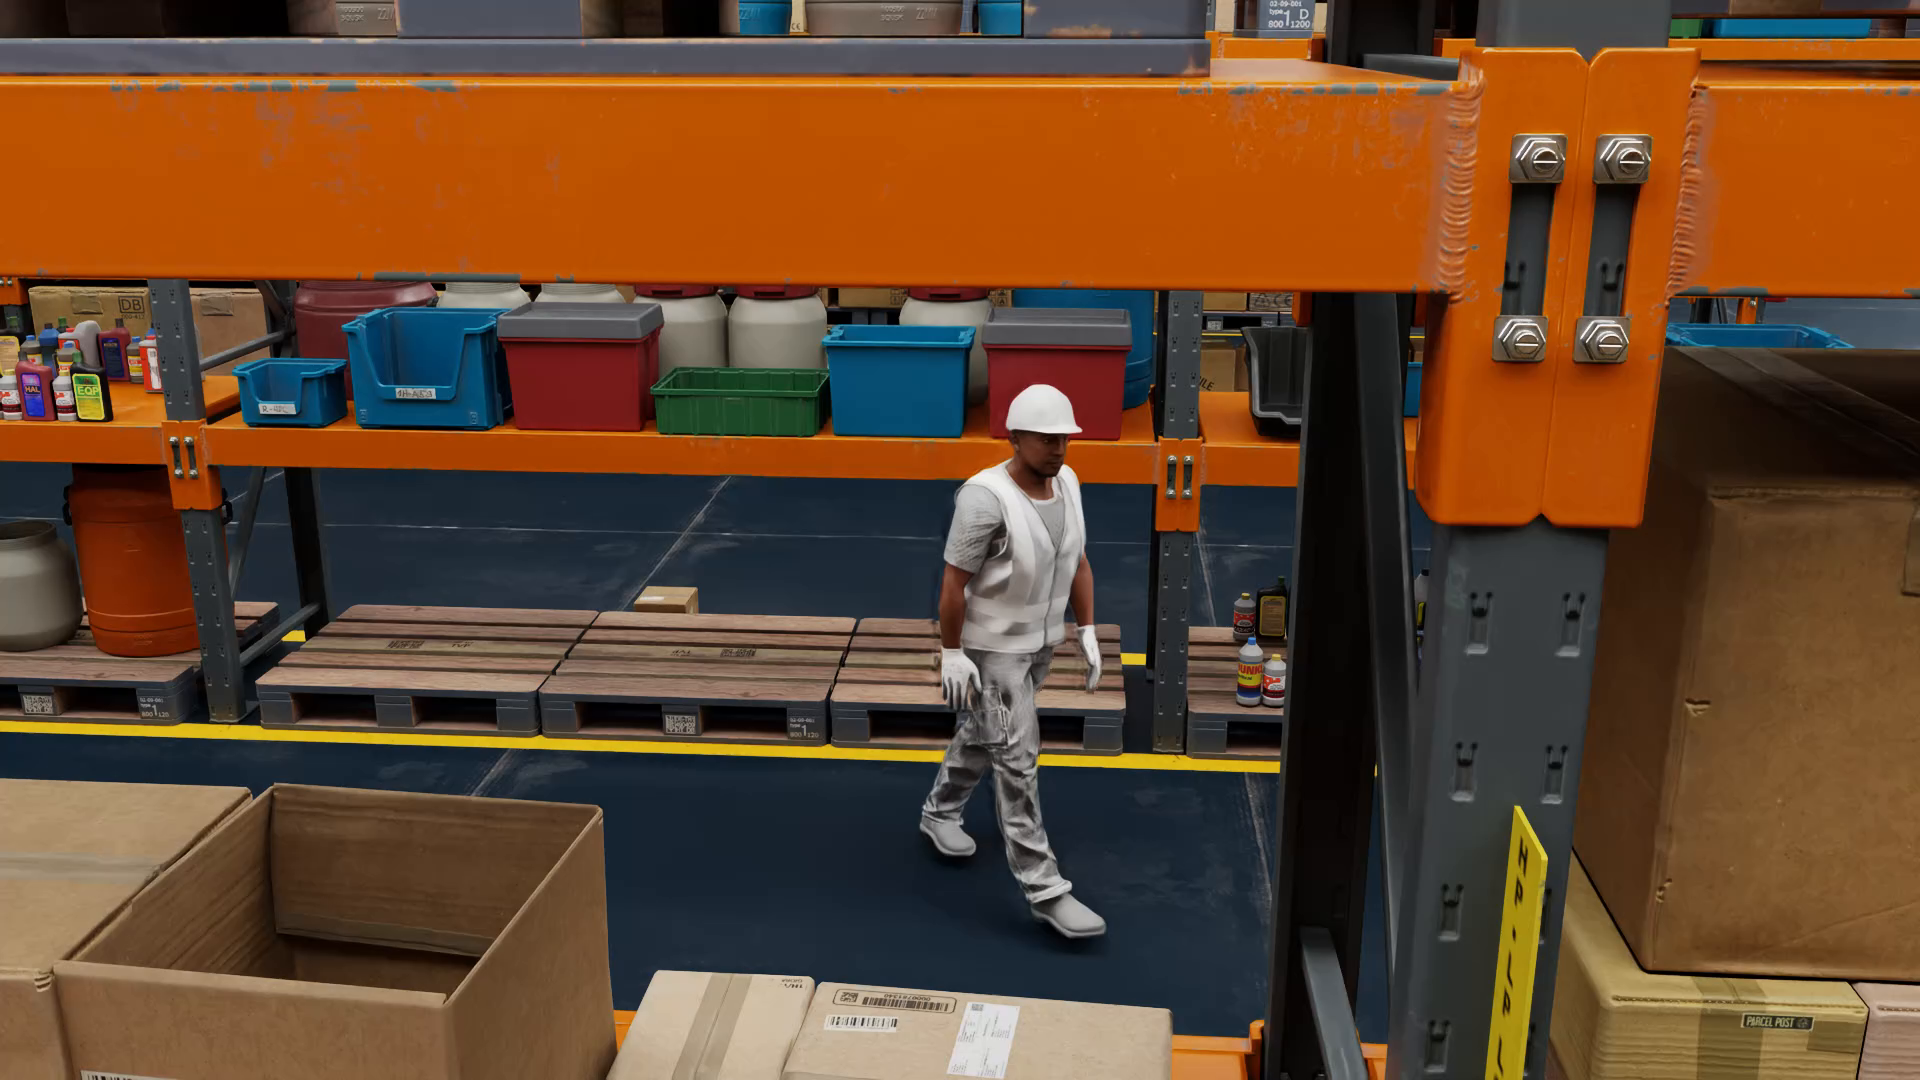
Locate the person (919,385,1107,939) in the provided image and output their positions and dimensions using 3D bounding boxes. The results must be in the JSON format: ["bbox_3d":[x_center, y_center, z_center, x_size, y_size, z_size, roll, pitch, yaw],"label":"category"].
[{"bbox_3d":[0.219,0.335,5.506,0.973,1.715,0.582,14,22,38],"label":"person"}]
